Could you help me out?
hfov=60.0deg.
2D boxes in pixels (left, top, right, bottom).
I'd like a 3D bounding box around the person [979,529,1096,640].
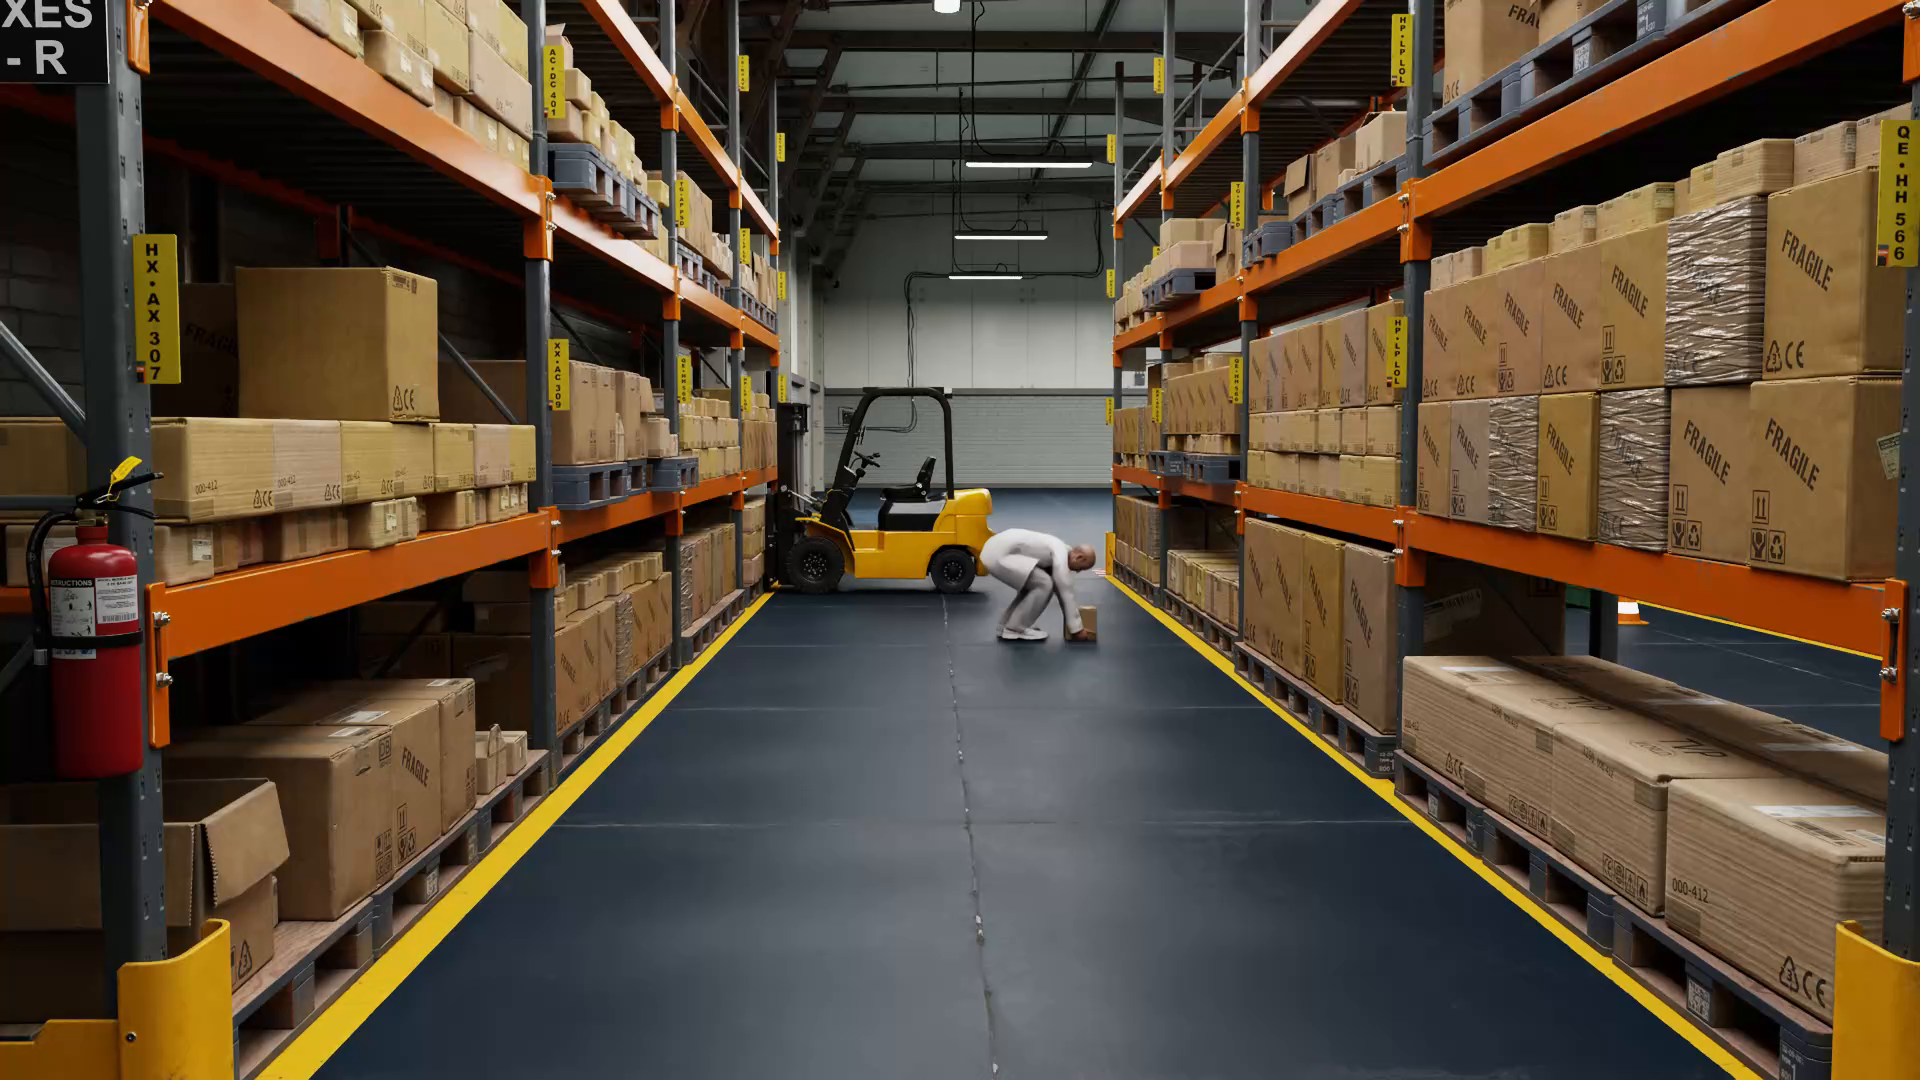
[{"bbox_3d":[0.634,0.364,13.553,0.952,0.911,0.590,0,4,-4],"label":"person"}]
